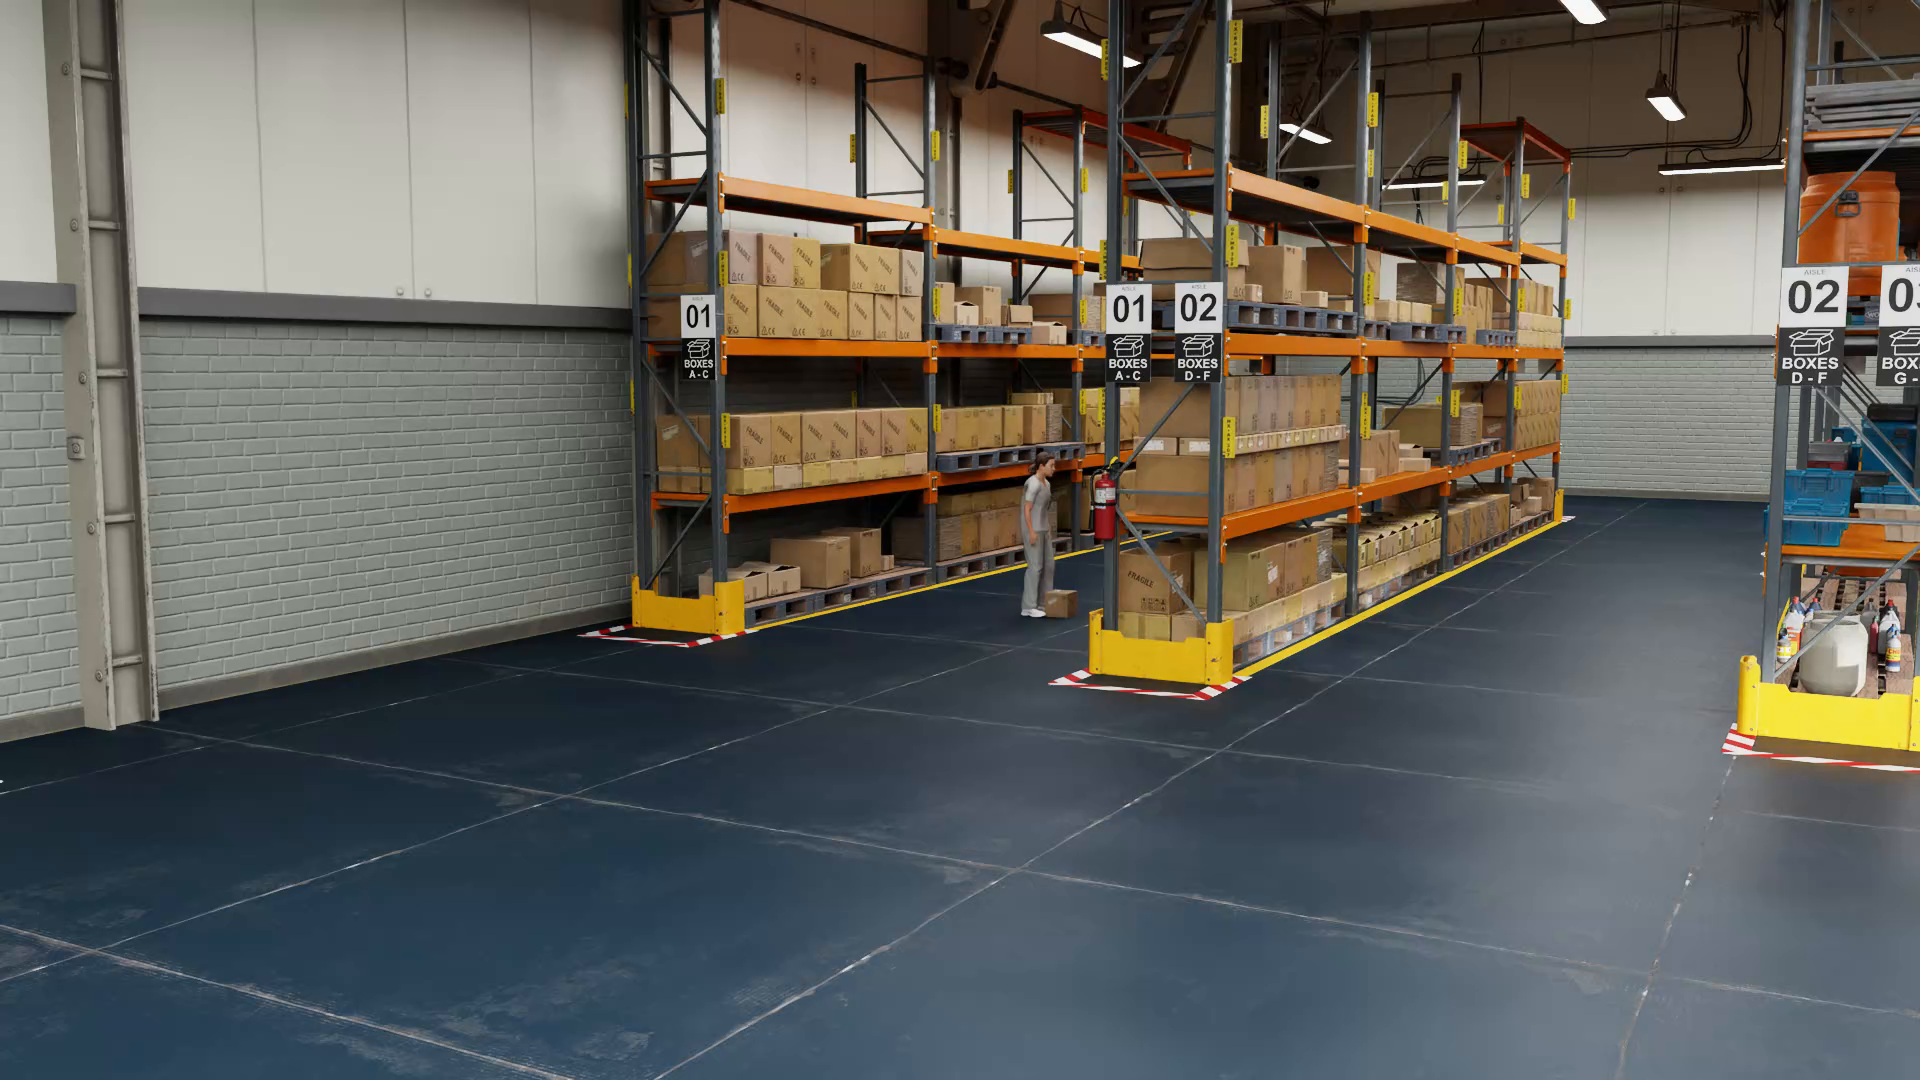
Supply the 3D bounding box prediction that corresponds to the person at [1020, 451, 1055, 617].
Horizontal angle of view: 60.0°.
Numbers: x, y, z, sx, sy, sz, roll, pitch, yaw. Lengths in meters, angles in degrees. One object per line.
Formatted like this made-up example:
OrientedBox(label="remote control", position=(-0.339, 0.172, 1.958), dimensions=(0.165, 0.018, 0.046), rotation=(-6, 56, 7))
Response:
OrientedBox(label="person", position=(0.830, -0.068, 16.984), dimensions=(0.416, 1.671, 0.502), rotation=(3, 7, 26))
